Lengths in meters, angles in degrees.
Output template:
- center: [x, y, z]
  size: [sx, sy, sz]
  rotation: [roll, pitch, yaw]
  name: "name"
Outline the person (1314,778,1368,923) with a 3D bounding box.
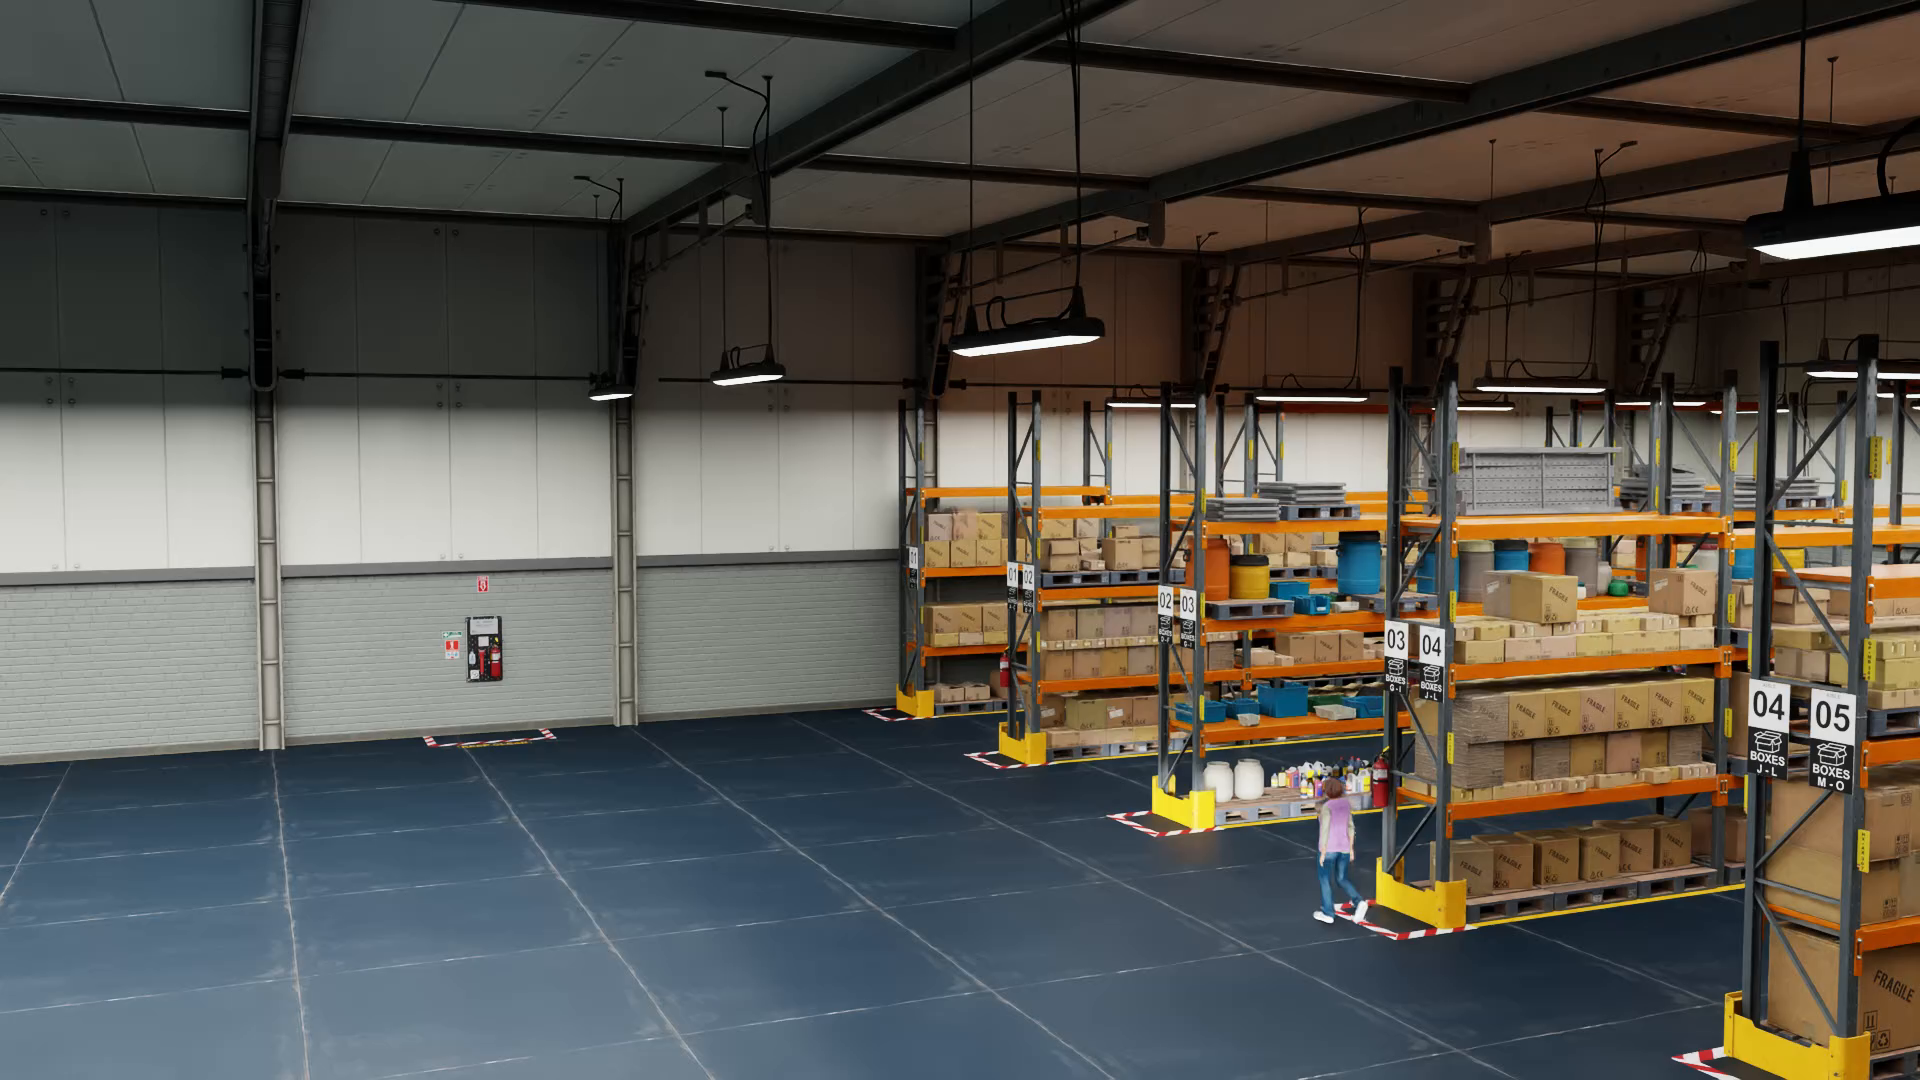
- center: [4.048, 3.325, 17.745]
  size: [0.432, 1.571, 0.663]
  rotation: [-2, 4, -25]
  name: "person"
